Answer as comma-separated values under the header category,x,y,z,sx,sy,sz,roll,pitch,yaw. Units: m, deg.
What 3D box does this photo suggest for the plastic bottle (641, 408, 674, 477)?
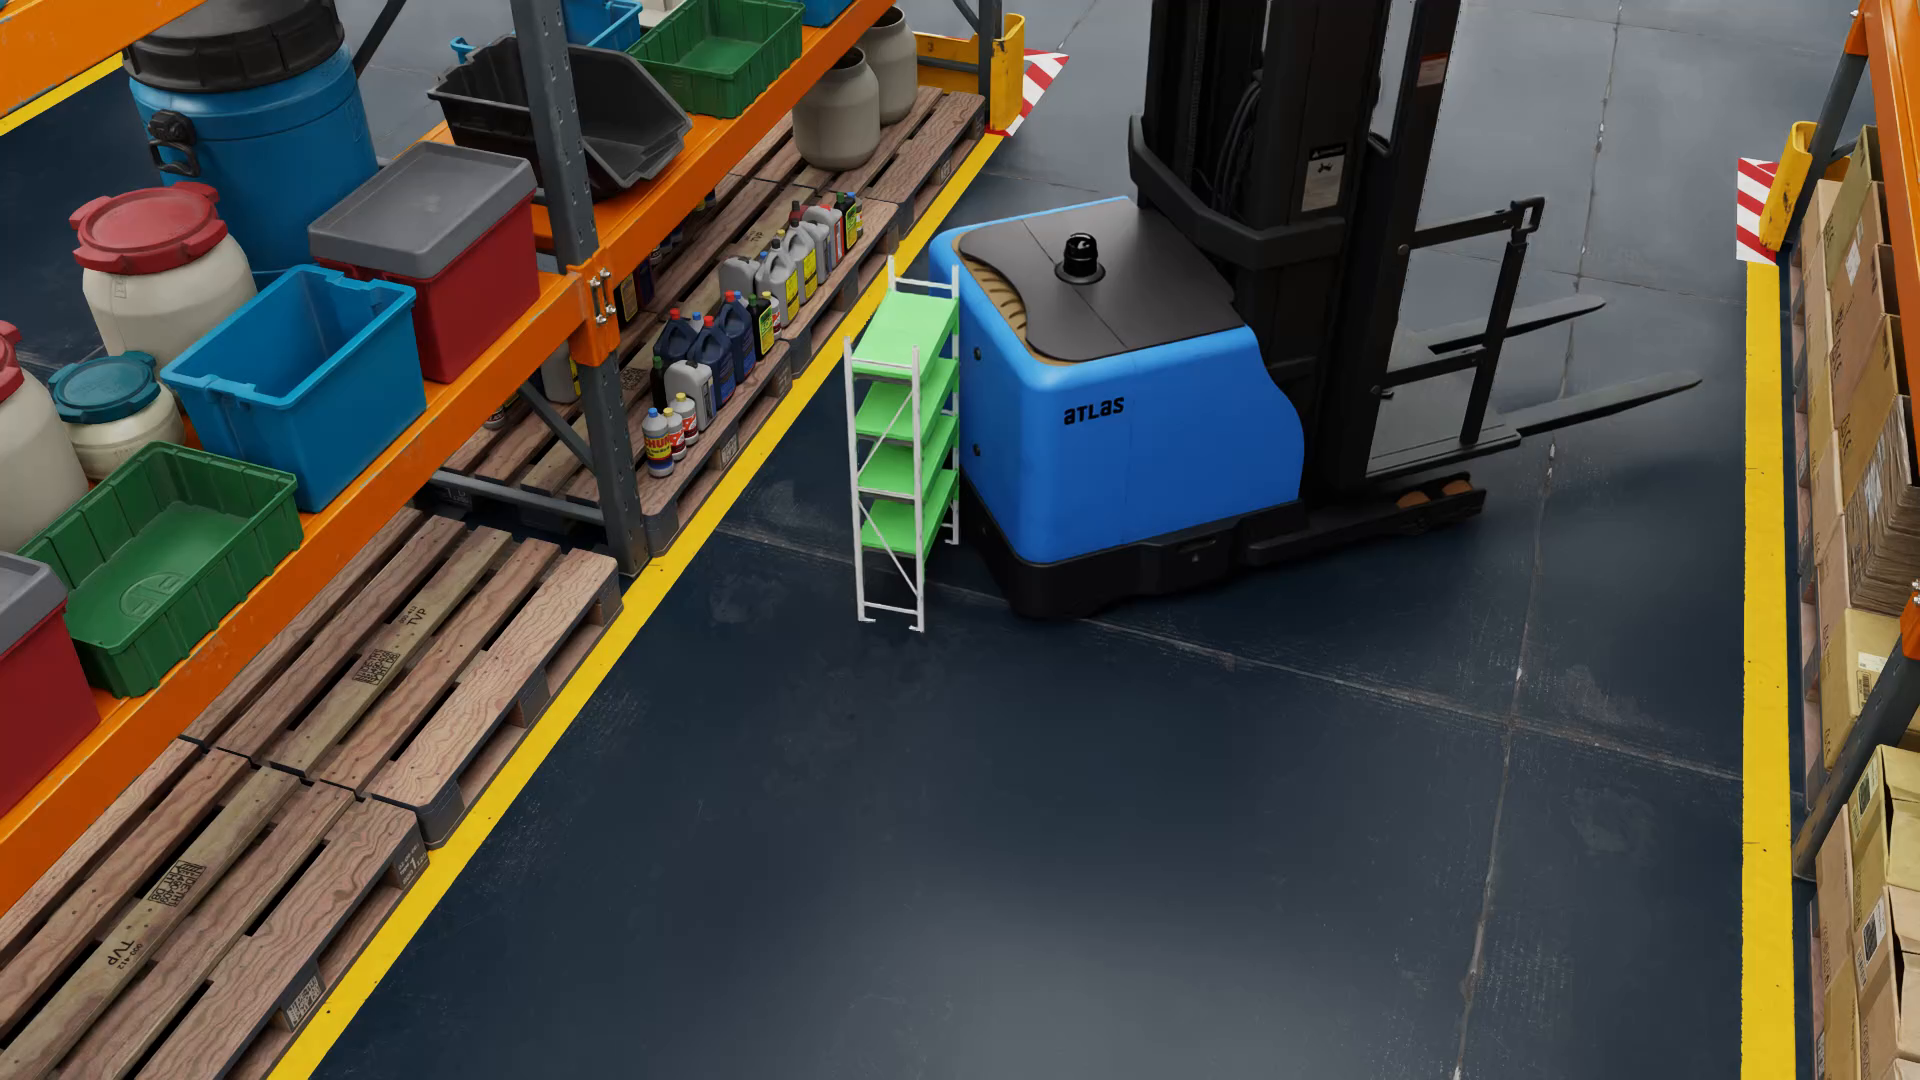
category,x,y,z,sx,sy,sz,roll,pitch,yaw
plastic bottle,-1.117,-0.369,6.134,0.097,0.271,0.097,0,40,0

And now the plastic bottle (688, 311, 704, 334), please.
category,x,y,z,sx,sy,sz,roll,pitch,yaw
plastic bottle,-1.036,-0.787,6.625,0.097,0.271,0.097,0,40,0

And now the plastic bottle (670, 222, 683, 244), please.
category,x,y,z,sx,sy,sz,roll,pitch,yaw
plastic bottle,-1.301,-1.466,7.420,0.097,0.271,0.097,0,40,0

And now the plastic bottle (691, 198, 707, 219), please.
category,x,y,z,sx,sy,sz,roll,pitch,yaw
plastic bottle,-1.219,-1.585,7.614,0.097,0.201,0.097,0,40,0

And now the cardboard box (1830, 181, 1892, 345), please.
category,x,y,z,sx,sy,sz,roll,pitch,yaw
cardboard box,3.662,-0.989,6.315,0.500,0.500,0.500,13,42,15

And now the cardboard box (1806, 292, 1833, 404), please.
category,x,y,z,sx,sy,sz,roll,pitch,yaw
cardboard box,3.652,-0.706,6.561,0.500,0.250,0.500,13,42,15

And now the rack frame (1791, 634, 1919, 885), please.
category,x,y,z,sx,sy,sz,roll,pitch,yaw
rack frame,3.015,-0.041,3.987,1.000,3.000,0.127,13,42,15

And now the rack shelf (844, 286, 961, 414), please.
category,x,y,z,sx,sy,sz,roll,pitch,yaw
rack shelf,-0.182,-0.624,5.416,0.258,0.148,0.480,9,41,11

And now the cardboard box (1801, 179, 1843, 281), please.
category,x,y,z,sx,sy,sz,roll,pitch,yaw
cardboard box,3.991,-1.316,7.277,0.500,0.250,0.500,13,42,15

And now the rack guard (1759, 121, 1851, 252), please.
category,x,y,z,sx,sy,sz,roll,pitch,yaw
rack guard,4.391,-1.544,7.675,1.175,0.500,0.348,13,42,15

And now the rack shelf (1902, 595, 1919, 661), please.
category,x,y,z,sx,sy,sz,roll,pitch,yaw
rack shelf,2.331,1.453,2.790,1.077,0.370,4.000,13,42,15

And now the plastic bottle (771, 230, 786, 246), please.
category,x,y,z,sx,sy,sz,roll,pitch,yaw
plastic bottle,-0.770,-1.252,7.223,0.097,0.201,0.097,0,40,0

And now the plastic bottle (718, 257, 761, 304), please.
category,x,y,z,sx,sy,sz,roll,pitch,yaw
plastic bottle,-0.910,-1.066,6.948,0.152,0.276,0.135,13,42,15

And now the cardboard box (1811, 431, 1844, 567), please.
category,x,y,z,sx,sy,sz,roll,pitch,yaw
cardboard box,3.306,-0.097,5.847,0.500,0.250,0.500,13,42,15

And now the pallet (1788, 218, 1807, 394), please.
category,x,y,z,sx,sy,sz,roll,pitch,yaw
pallet,4.161,-0.944,7.194,1.003,0.211,1.213,13,42,15

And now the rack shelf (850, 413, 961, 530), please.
category,x,y,z,sx,sy,sz,roll,pitch,yaw
rack shelf,-0.182,-0.259,5.727,0.258,0.148,0.480,9,41,11

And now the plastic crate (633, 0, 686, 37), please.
category,x,y,z,sx,sy,sz,roll,pitch,yaw
plastic crate,-1.321,-2.089,6.590,0.530,0.136,0.437,13,42,15

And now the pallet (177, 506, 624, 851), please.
category,x,y,z,sx,sy,sz,roll,pitch,yaw
pallet,-1.870,0.406,5.612,1.003,0.211,1.213,13,42,15

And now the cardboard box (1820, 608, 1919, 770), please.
category,x,y,z,sx,sy,sz,roll,pitch,yaw
cardboard box,2.968,0.514,5.131,0.500,0.250,0.500,13,42,15

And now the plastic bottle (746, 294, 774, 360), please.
category,x,y,z,sx,sy,sz,roll,pitch,yaw
plastic bottle,-0.812,-0.883,6.728,0.061,0.283,0.133,15,43,17

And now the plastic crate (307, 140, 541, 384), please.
category,x,y,z,sx,sy,sz,roll,pitch,yaw
plastic crate,-1.516,-0.804,4.831,0.402,0.464,0.583,13,42,15

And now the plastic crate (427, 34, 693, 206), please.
category,x,y,z,sx,sy,sz,roll,pitch,yaw
plastic crate,-1.340,-1.410,5.639,0.767,0.338,0.504,13,42,15

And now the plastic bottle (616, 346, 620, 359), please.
category,x,y,z,sx,sy,sz,roll,pitch,yaw
plastic bottle,-1.476,-0.830,6.671,0.152,0.276,0.135,13,42,15

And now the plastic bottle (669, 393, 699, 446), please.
category,x,y,z,sx,sy,sz,roll,pitch,yaw
plastic bottle,-1.048,-0.466,6.303,0.097,0.201,0.097,0,40,0

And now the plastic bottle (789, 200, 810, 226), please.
category,x,y,z,sx,sy,sz,roll,pitch,yaw
plastic bottle,-0.699,-1.374,7.304,0.061,0.283,0.133,13,42,15

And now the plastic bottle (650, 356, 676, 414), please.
category,x,y,z,sx,sy,sz,roll,pitch,yaw
plastic bottle,-1.133,-0.600,6.396,0.061,0.283,0.133,13,42,15

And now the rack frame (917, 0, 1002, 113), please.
category,x,y,z,sx,sy,sz,roll,pitch,yaw
rack frame,-0.270,-3.582,8.138,1.000,3.000,0.127,13,42,15

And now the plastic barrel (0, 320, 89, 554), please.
category,x,y,z,sx,sy,sz,roll,pitch,yaw
plastic barrel,-2.422,-0.212,4.082,0.433,0.535,0.433,0,40,0

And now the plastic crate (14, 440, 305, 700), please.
category,x,y,z,sx,sy,sz,roll,pitch,yaw
plastic crate,-1.969,0.063,4.028,0.450,0.188,0.662,13,42,15

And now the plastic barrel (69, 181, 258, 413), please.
category,x,y,z,sx,sy,sz,roll,pitch,yaw
plastic barrel,-2.172,-0.659,4.607,0.433,0.535,0.433,0,40,0

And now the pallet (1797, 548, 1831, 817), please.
category,x,y,z,sx,sy,sz,roll,pitch,yaw
pallet,3.326,0.544,5.449,1.003,0.211,1.213,13,42,15

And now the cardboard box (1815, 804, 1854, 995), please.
category,x,y,z,sx,sy,sz,roll,pitch,yaw
cardboard box,2.644,1.037,4.519,0.500,0.250,0.500,12,42,14

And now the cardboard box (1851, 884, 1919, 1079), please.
category,x,y,z,sx,sy,sz,roll,pitch,yaw
cardboard box,2.464,1.133,3.974,0.500,0.311,0.500,13,42,15

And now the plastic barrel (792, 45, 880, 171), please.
category,x,y,z,sx,sy,sz,roll,pitch,yaw
plastic barrel,-0.595,-2.071,7.960,0.421,0.512,0.421,0,40,0

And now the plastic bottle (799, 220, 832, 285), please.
category,x,y,z,sx,sy,sz,roll,pitch,yaw
plastic bottle,-0.646,-1.264,7.180,0.152,0.276,0.135,12,42,14

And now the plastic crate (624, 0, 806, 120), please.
category,x,y,z,sx,sy,sz,roll,pitch,yaw
plastic crate,-0.909,-1.827,6.244,0.450,0.188,0.662,13,42,15

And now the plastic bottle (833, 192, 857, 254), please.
category,x,y,z,sx,sy,sz,roll,pitch,yaw
plastic bottle,-0.509,-1.423,7.361,0.061,0.283,0.133,14,43,16

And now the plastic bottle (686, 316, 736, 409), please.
category,x,y,z,sx,sy,sz,roll,pitch,yaw
plastic bottle,-0.972,-0.702,6.464,0.144,0.351,0.185,14,43,16

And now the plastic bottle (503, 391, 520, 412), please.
category,x,y,z,sx,sy,sz,roll,pitch,yaw
plastic bottle,-1.784,-0.643,6.447,0.061,0.283,0.133,15,43,17

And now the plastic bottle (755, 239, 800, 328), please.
category,x,y,z,sx,sy,sz,roll,pitch,yaw
plastic bottle,-0.762,-1.077,6.903,0.144,0.351,0.185,13,42,15

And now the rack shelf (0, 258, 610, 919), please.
category,x,y,z,sx,sy,sz,roll,pitch,yaw
rack shelf,-2.322,0.351,4.082,1.077,0.370,4.000,13,42,15

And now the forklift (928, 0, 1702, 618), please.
category,x,y,z,sx,sy,sz,roll,pitch,yaw
forklift,1.445,-1.438,5.677,3.031,2.935,1.130,-14,42,-16

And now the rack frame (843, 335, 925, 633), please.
category,x,y,z,sx,sy,sz,roll,pitch,yaw
rack frame,-0.243,-0.154,5.506,0.240,1.200,0.015,9,41,11

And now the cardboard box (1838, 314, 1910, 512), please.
category,x,y,z,sx,sy,sz,roll,pitch,yaw
cardboard box,3.318,-0.379,5.601,0.500,0.500,0.500,13,42,15

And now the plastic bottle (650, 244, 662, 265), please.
category,x,y,z,sx,sy,sz,roll,pitch,yaw
plastic bottle,-1.369,-1.318,7.301,0.097,0.201,0.097,0,40,0

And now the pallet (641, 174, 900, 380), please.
category,x,y,z,sx,sy,sz,roll,pitch,yaw
pallet,-0.954,-1.229,7.527,1.003,0.211,1.213,13,42,15

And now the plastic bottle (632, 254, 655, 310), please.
category,x,y,z,sx,sy,sz,roll,pitch,yaw
plastic bottle,-1.353,-1.122,7.008,0.061,0.283,0.133,13,42,15

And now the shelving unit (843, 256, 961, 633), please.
category,x,y,z,sx,sy,sz,roll,pitch,yaw
shelving unit,-0.182,-0.307,5.686,0.258,1.200,0.503,9,41,11
